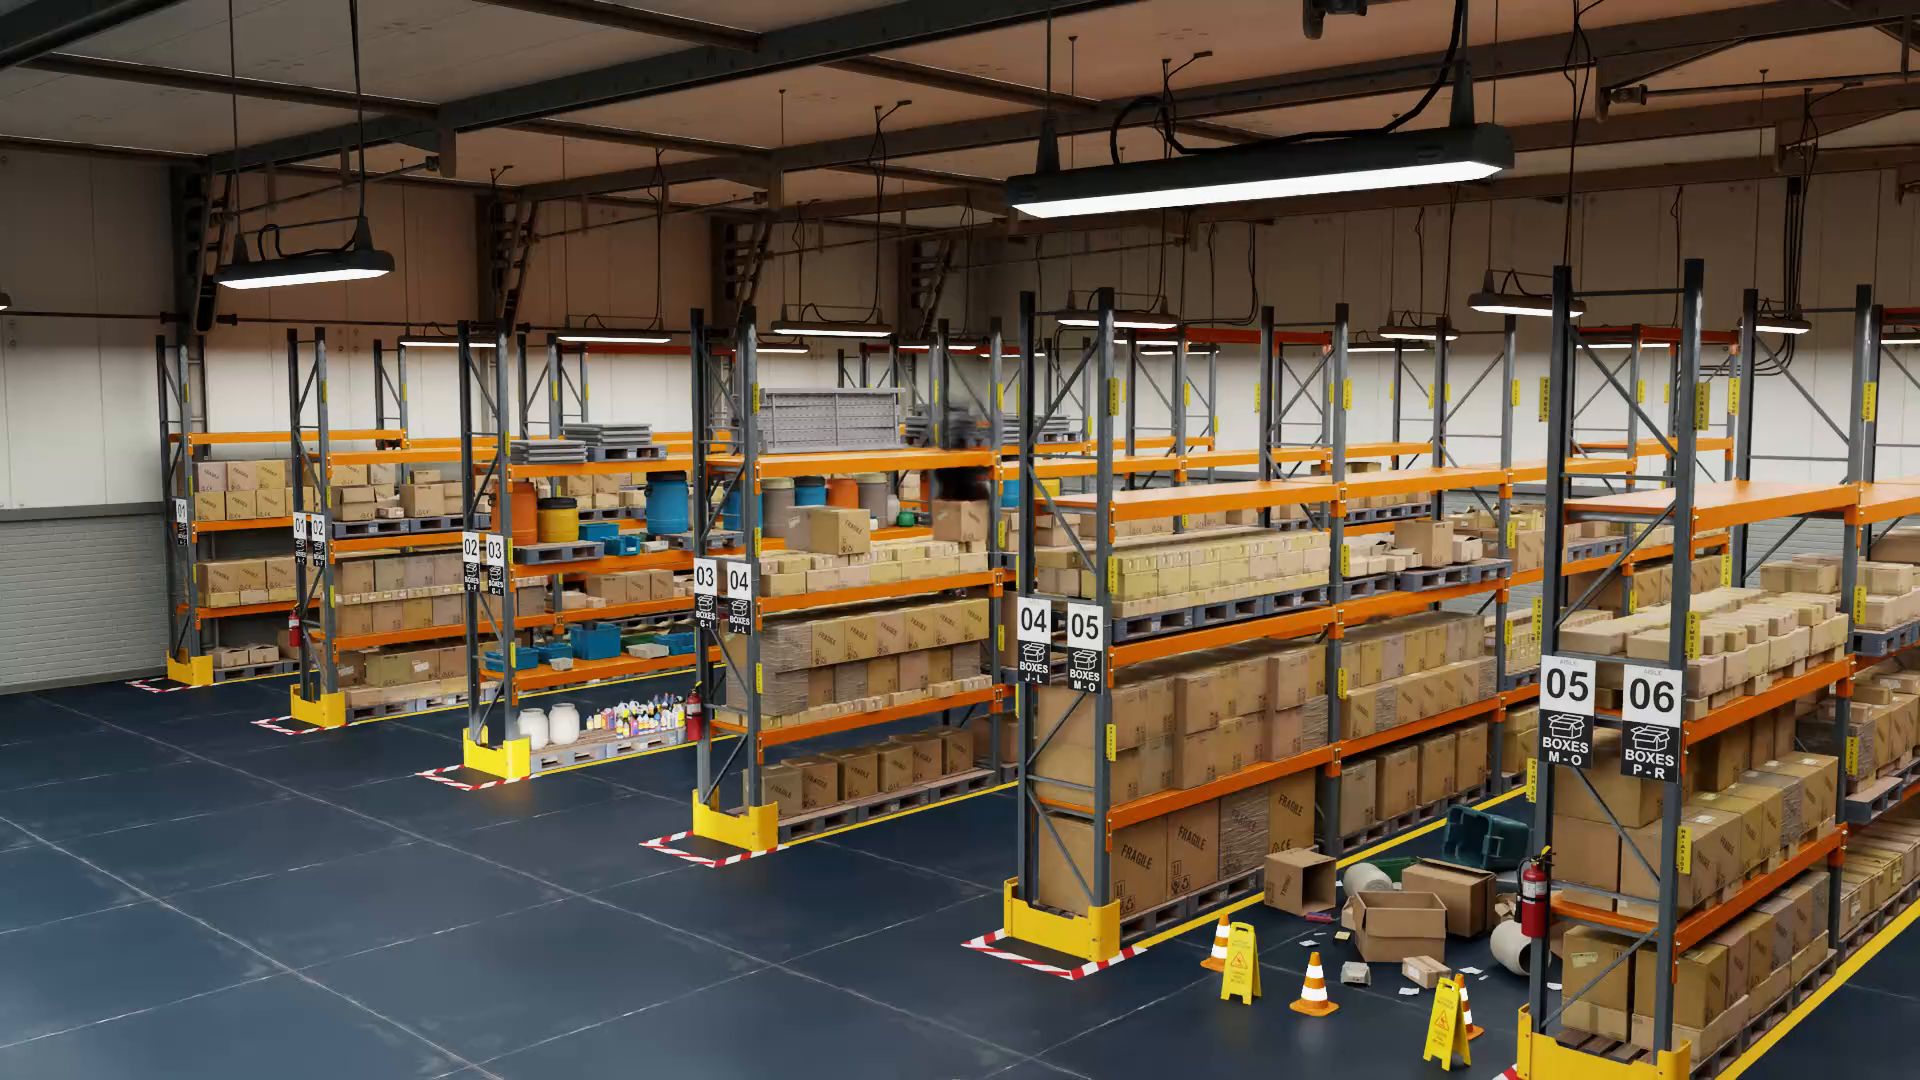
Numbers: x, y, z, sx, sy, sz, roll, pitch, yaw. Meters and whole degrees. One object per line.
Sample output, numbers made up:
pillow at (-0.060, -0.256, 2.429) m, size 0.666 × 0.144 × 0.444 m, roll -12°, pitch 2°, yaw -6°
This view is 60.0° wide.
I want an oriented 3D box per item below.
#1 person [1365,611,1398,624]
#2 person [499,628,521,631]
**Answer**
person at (6.710, 1.840, 26.153) m, size 0.710 × 1.784 × 1.181 m, roll 5°, pitch 7°, yaw 43°
person at (-8.262, 1.454, 30.394) m, size 0.653 × 1.721 × 0.586 m, roll 4°, pitch 6°, yaw 33°
